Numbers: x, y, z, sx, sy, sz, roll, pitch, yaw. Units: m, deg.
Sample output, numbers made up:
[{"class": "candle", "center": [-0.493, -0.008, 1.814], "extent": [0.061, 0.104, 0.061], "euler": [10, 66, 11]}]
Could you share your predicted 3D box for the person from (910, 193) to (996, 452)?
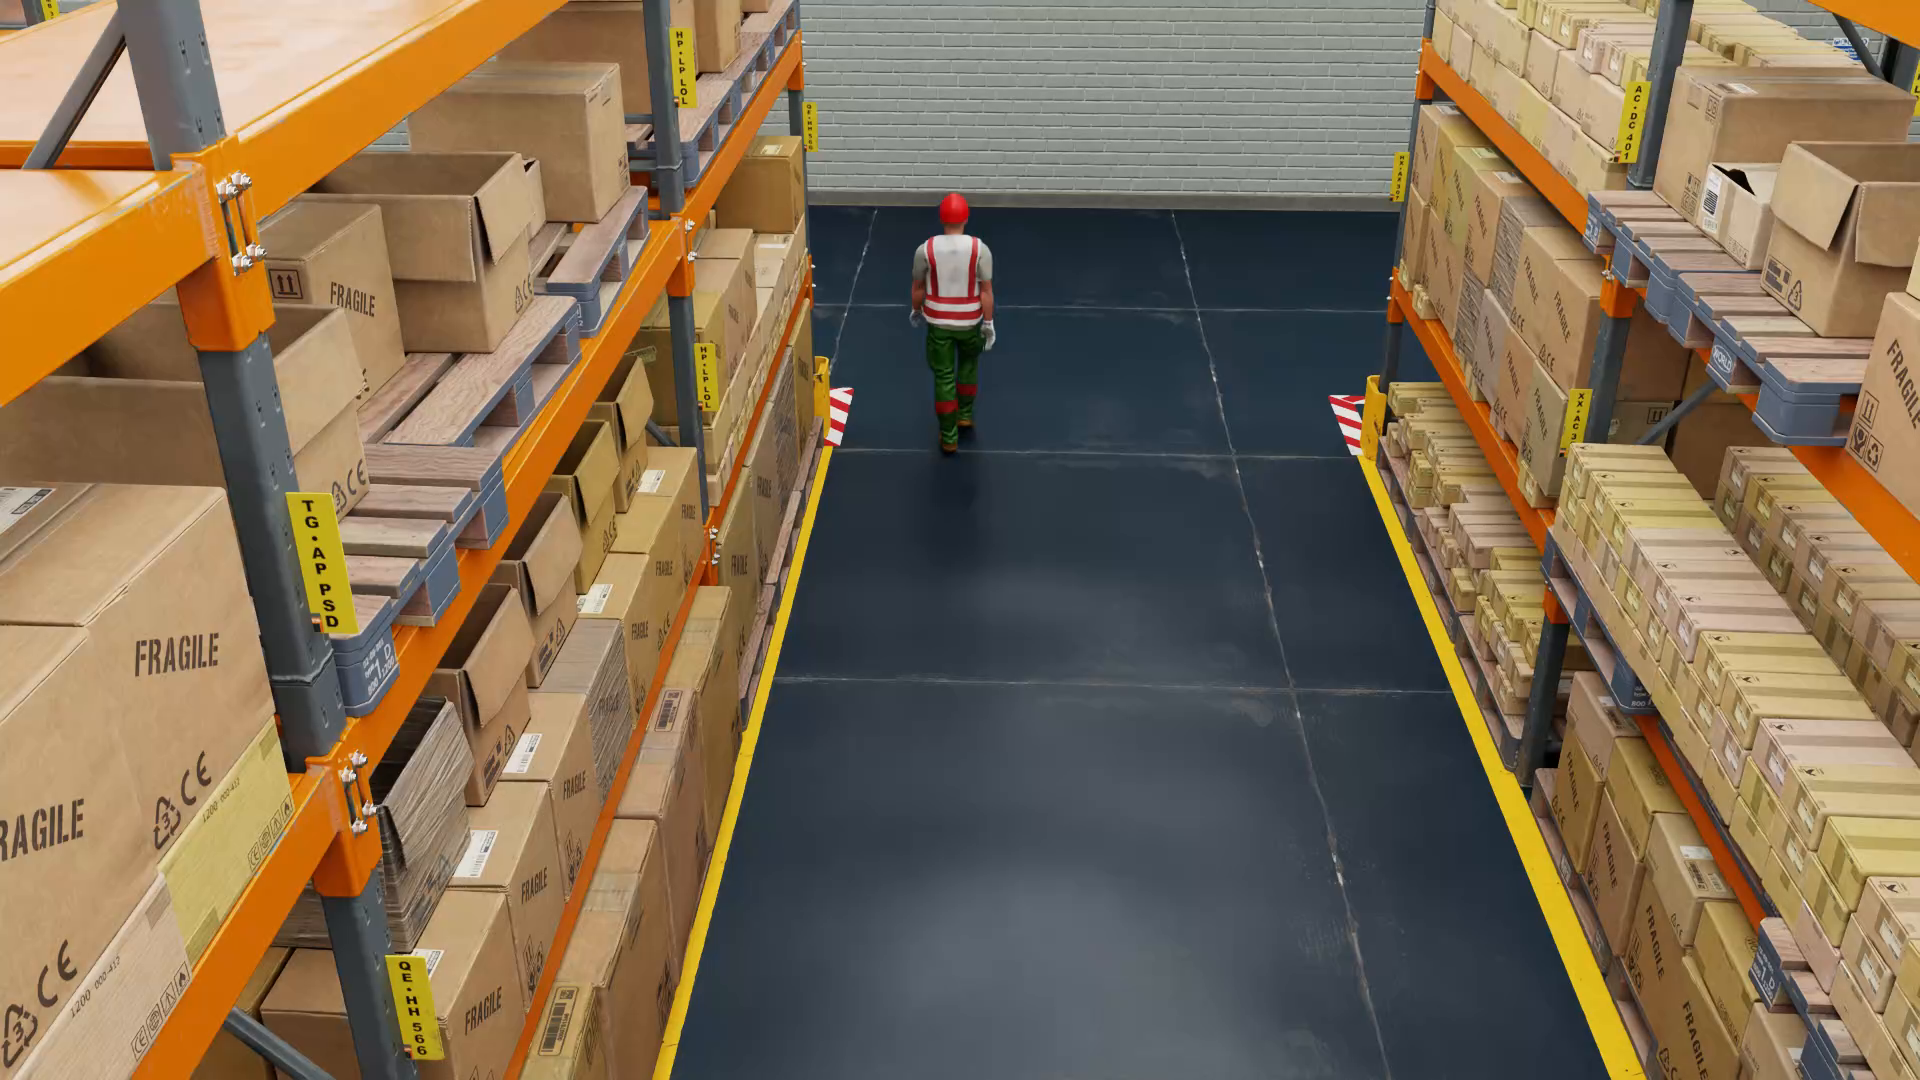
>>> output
[{"class": "person", "center": [-0.056, -1.508, 11.487], "extent": [0.577, 1.844, 0.665], "euler": [-2, 28, -3]}]
